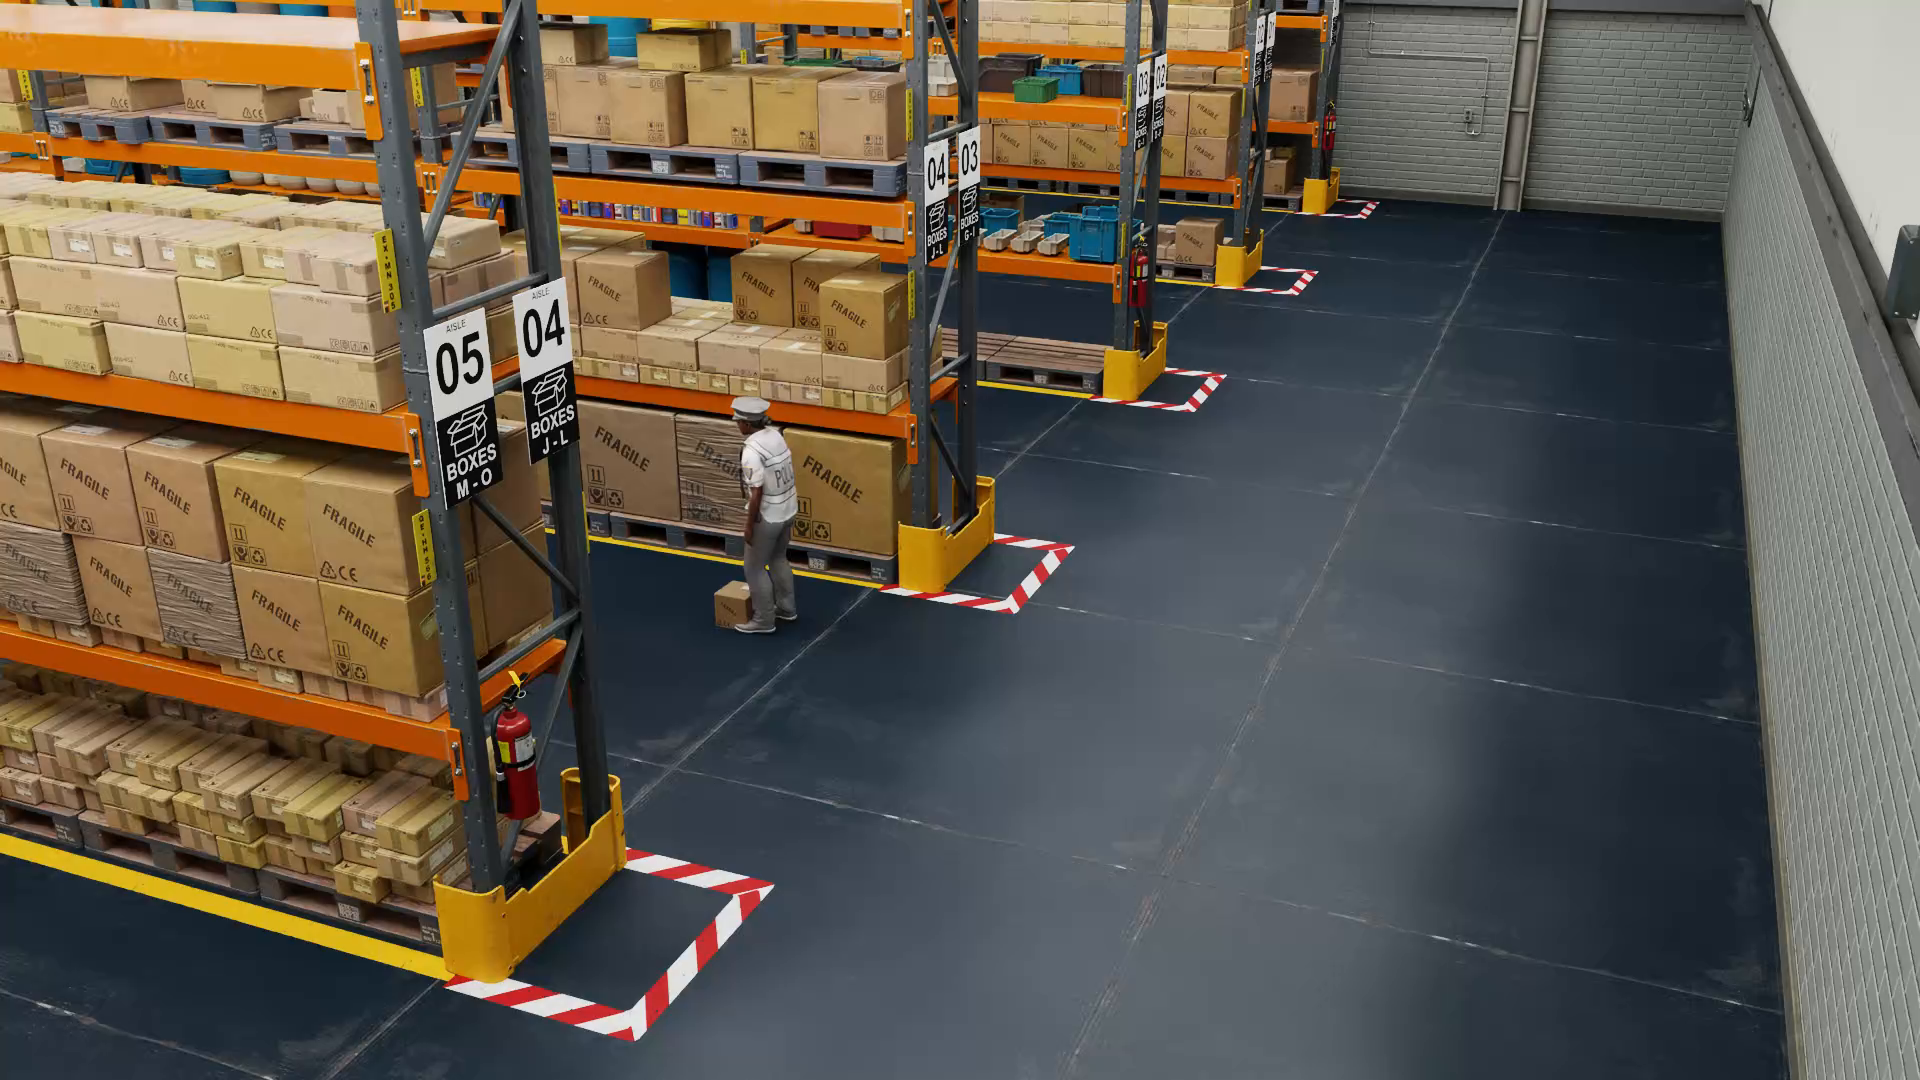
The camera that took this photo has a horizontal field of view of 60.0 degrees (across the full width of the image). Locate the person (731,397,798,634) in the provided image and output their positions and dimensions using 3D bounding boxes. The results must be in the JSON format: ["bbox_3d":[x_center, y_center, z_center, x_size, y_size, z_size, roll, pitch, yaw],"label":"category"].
[{"bbox_3d":[-1.325,-0.162,11.301,0.422,1.656,0.503,9,24,20],"label":"person"}]
